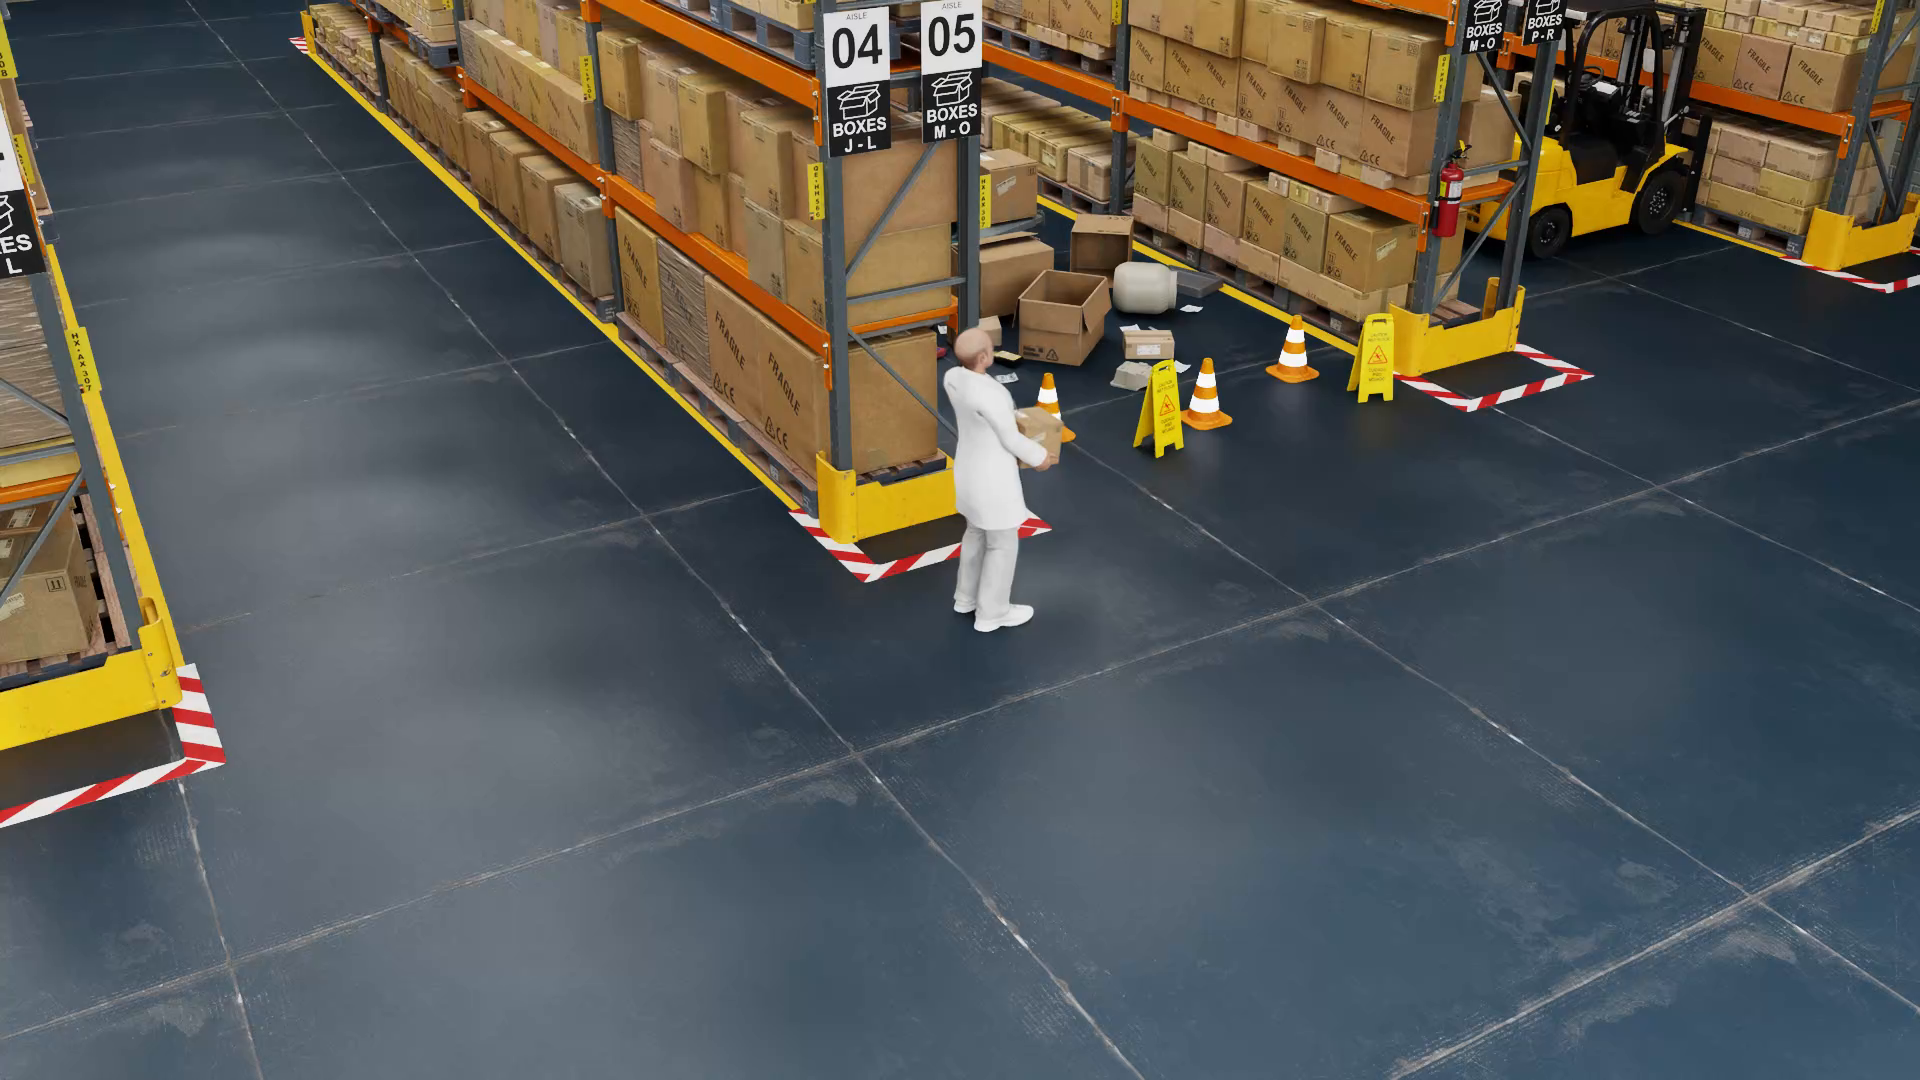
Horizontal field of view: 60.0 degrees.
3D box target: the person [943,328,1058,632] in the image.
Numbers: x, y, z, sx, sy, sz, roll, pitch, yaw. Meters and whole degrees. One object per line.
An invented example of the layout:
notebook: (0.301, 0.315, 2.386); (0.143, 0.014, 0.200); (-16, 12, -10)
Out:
person: (0.231, -0.366, 9.273); (0.562, 1.758, 0.529); (-16, 32, -26)
